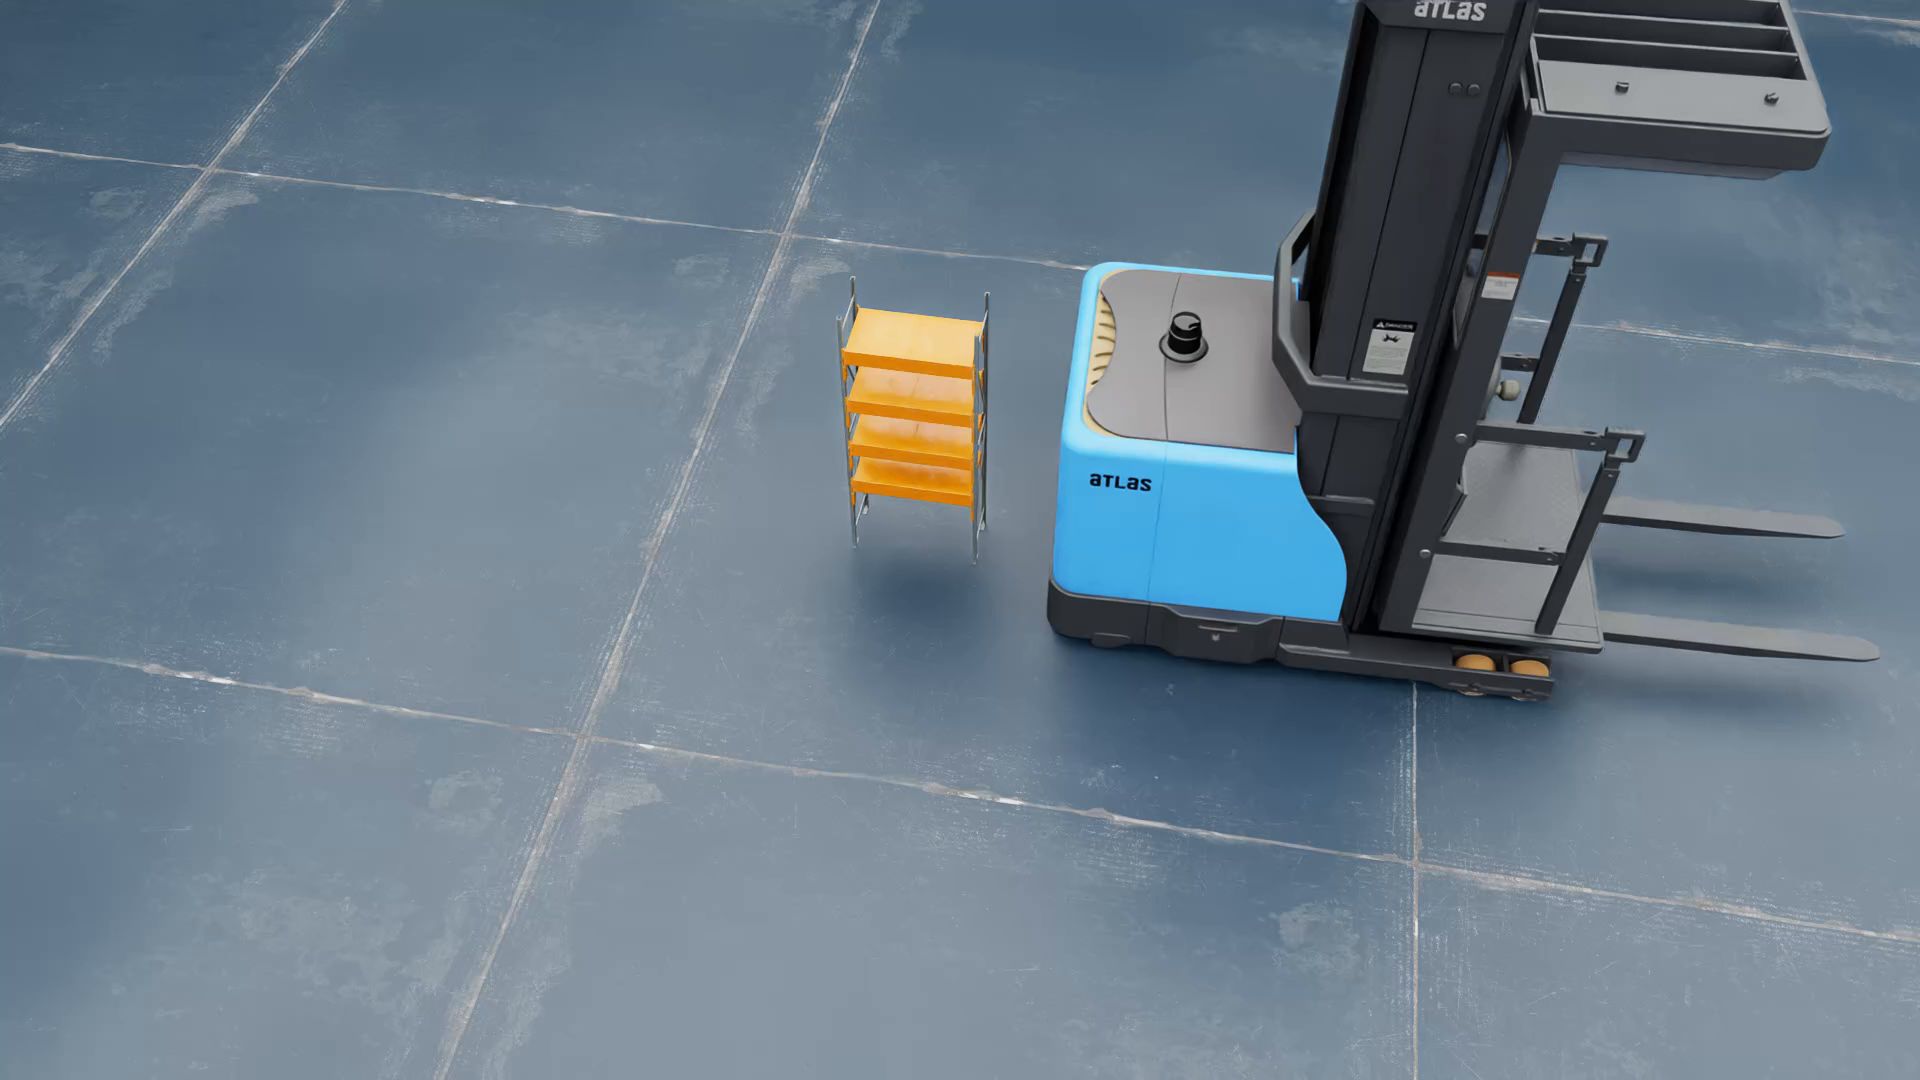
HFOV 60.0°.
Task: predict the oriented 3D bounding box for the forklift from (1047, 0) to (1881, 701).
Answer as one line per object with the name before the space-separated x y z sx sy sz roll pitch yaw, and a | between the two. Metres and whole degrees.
forklift | 1.891 -0.805 5.475 3.031 2.935 1.130 6 48 5

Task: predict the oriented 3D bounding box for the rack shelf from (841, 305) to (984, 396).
rack shelf | -0.163 -0.686 6.003 0.480 0.148 0.258 8 49 7

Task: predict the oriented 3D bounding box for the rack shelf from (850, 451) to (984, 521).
rack shelf | -0.163 -0.245 6.493 0.480 0.148 0.258 8 49 7

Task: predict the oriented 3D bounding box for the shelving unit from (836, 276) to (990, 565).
shelving unit | -0.163 -0.423 6.295 0.503 1.200 0.258 8 49 7

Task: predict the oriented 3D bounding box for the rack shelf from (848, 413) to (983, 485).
rack shelf | -0.163 -0.378 6.345 0.480 0.148 0.258 8 49 7

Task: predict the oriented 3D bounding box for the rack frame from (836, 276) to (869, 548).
rack frame | -0.403 -0.455 6.324 0.015 1.200 0.240 8 49 7

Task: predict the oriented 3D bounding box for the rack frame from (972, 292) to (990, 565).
rack frame | 0.077 -0.391 6.266 0.015 1.200 0.240 8 49 7

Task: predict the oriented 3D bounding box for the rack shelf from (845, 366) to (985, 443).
rack shelf | -0.163 -0.527 6.179 0.480 0.148 0.258 8 49 7
